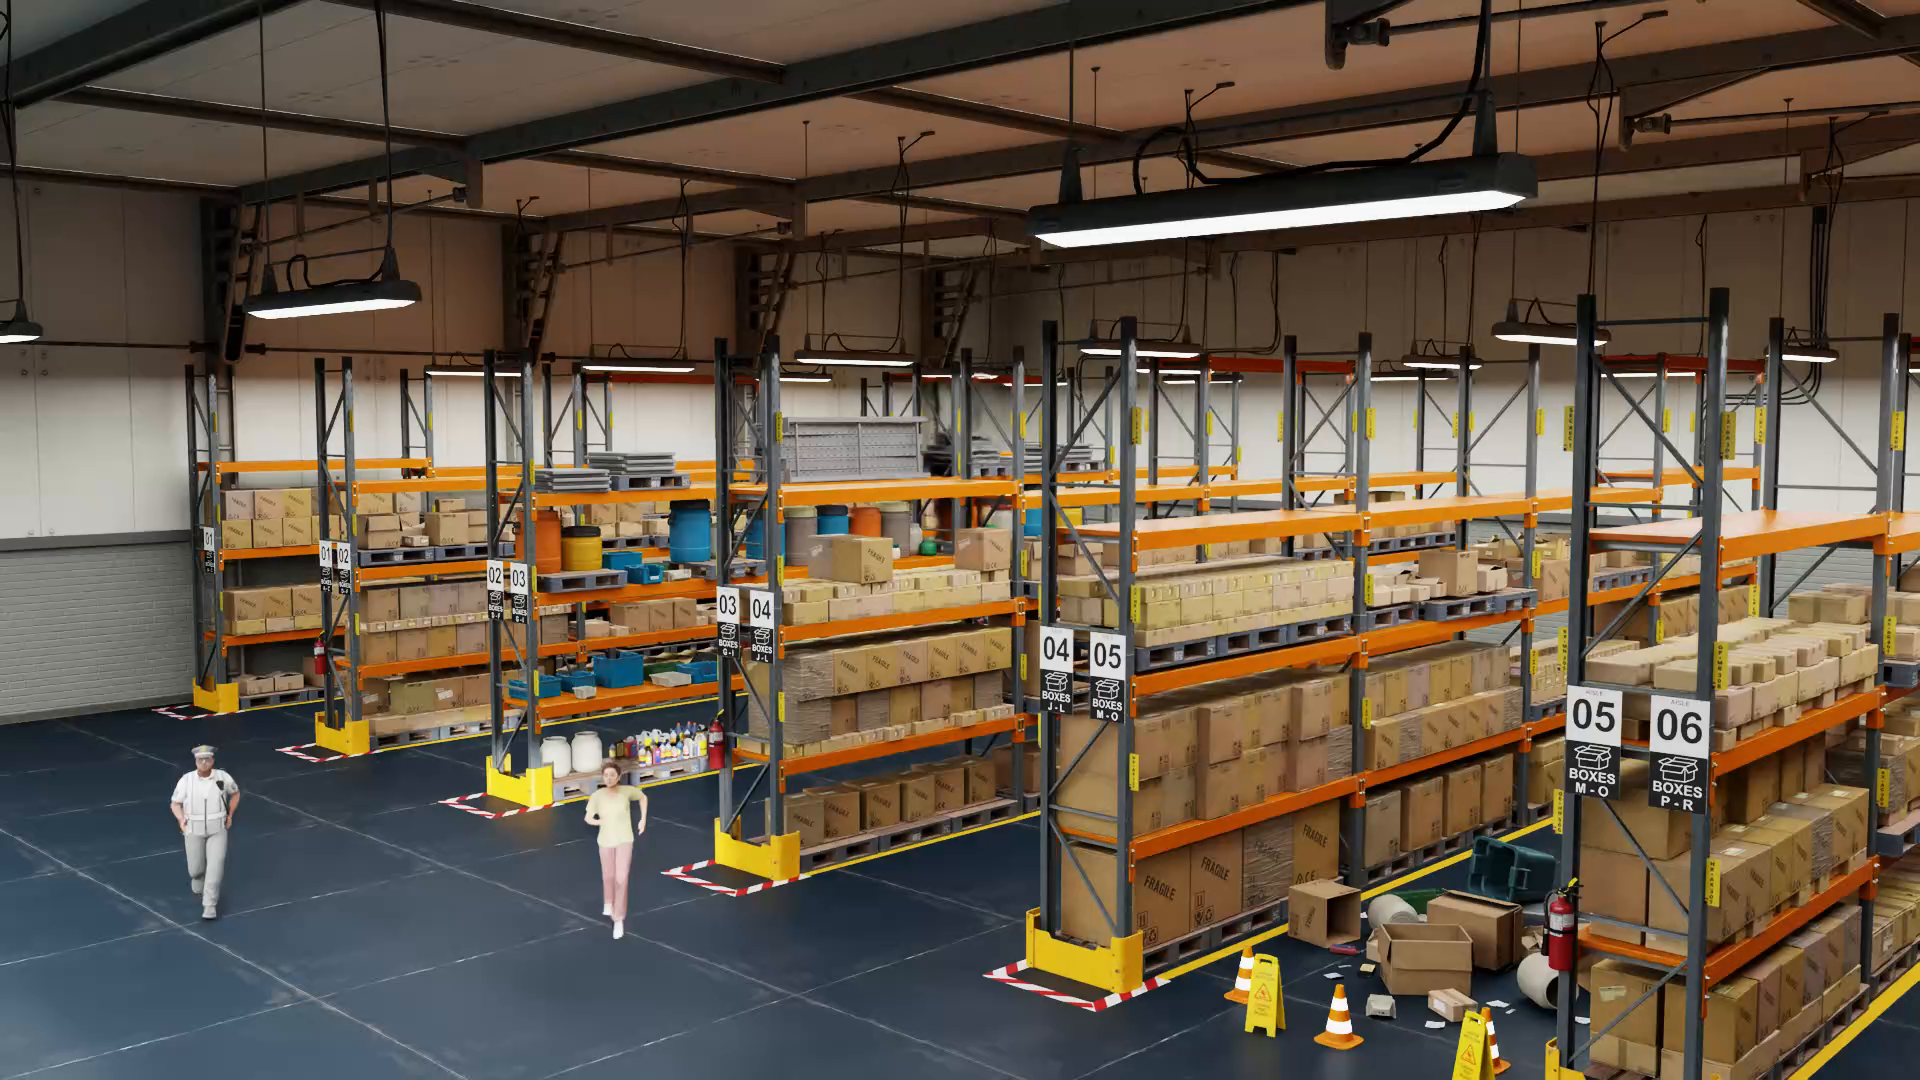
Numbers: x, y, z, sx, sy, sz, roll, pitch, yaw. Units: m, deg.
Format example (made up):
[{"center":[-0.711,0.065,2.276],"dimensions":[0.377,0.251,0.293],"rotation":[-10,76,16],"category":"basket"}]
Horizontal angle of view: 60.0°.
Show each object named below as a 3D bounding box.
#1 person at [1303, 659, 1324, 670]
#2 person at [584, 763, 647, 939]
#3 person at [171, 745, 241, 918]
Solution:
[{"center":[5.230,2.492,24.448],"dimensions":[0.705,1.605,0.614],"rotation":[4,6,44],"category":"person"},{"center":[-3.445,3.058,16.674],"dimensions":[0.583,1.711,0.860],"rotation":[0,4,-4],"category":"person"},{"center":[-7.786,2.976,17.200],"dimensions":[0.663,1.746,0.798],"rotation":[-2,5,-26],"category":"person"}]
